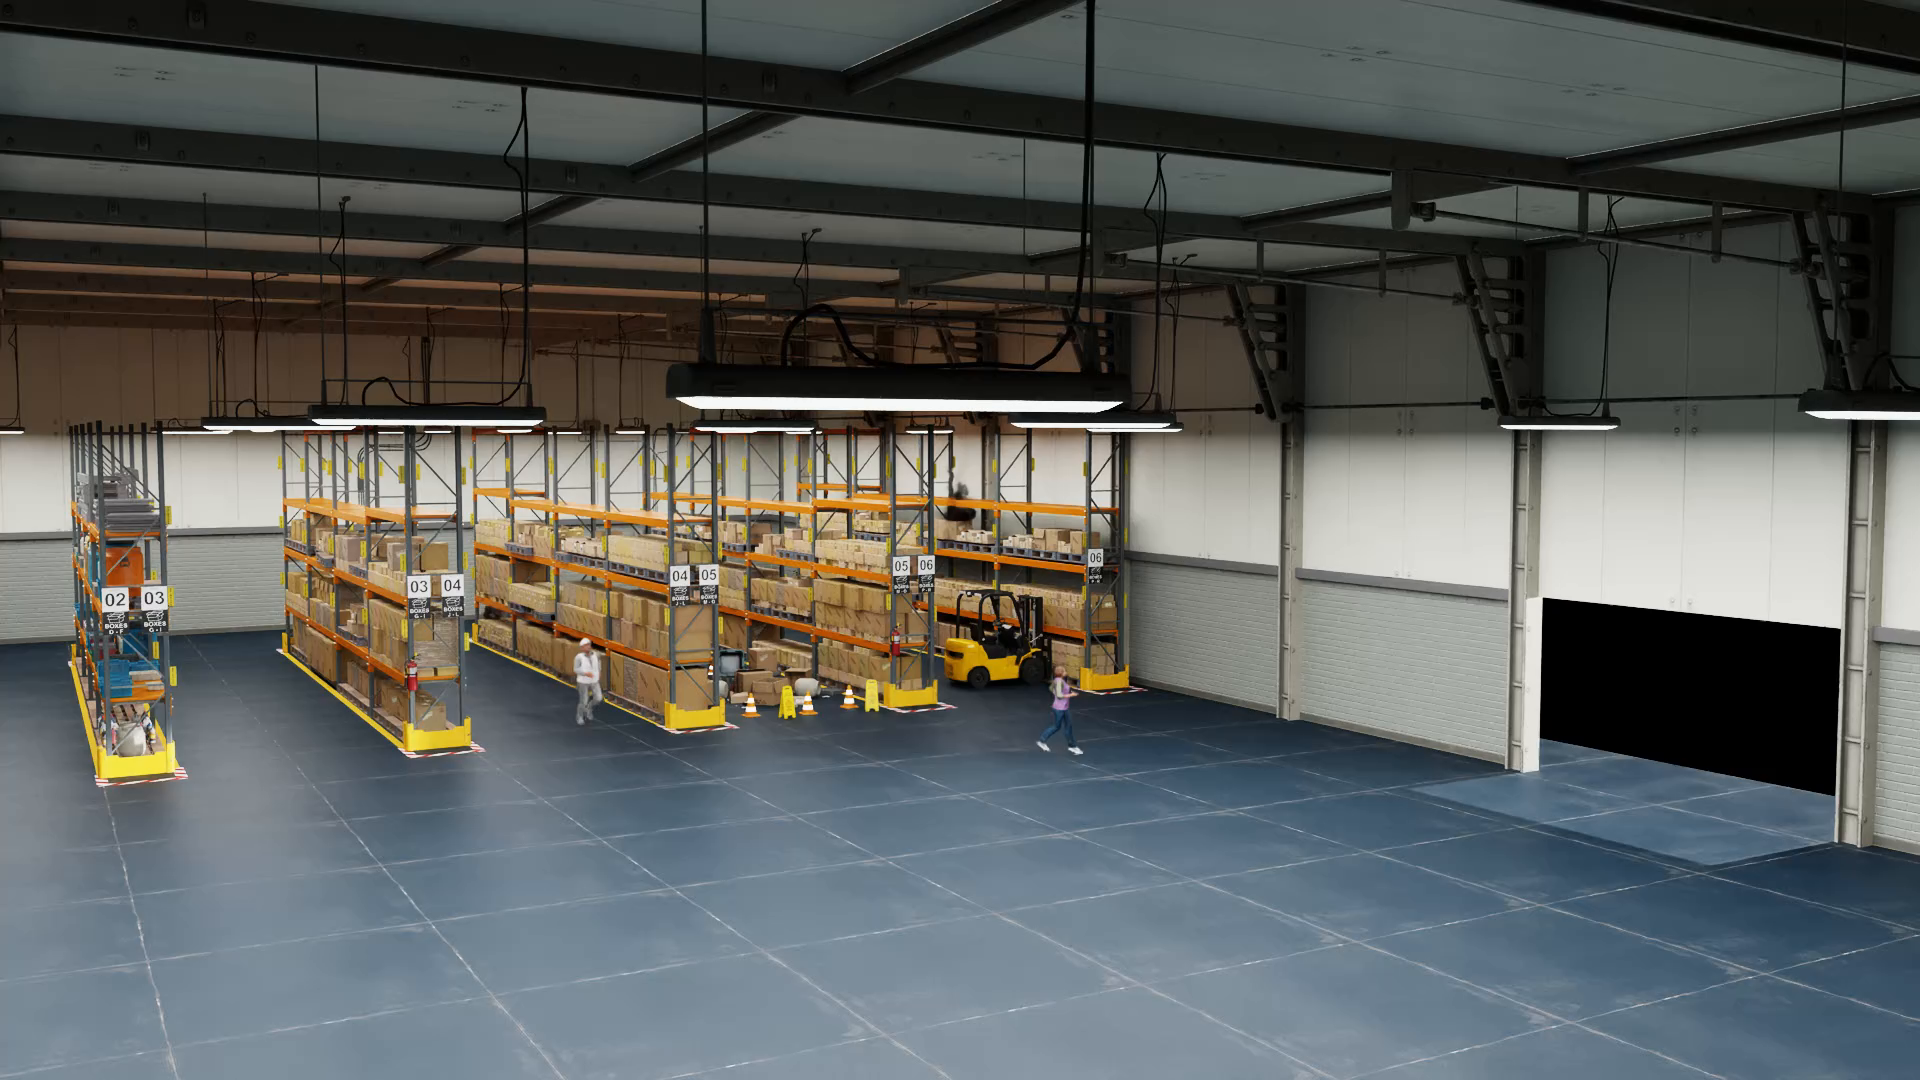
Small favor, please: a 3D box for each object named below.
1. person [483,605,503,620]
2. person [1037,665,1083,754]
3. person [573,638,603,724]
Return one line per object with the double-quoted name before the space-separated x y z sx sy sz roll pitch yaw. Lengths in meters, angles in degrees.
"person" -13.400 1.885 47.865 0.762 1.790 0.675 -3 5 -43
"person" 1.798 3.050 29.885 0.838 1.607 0.531 1 4 13
"person" -7.372 2.805 33.054 0.678 1.726 0.756 -3 4 -37
